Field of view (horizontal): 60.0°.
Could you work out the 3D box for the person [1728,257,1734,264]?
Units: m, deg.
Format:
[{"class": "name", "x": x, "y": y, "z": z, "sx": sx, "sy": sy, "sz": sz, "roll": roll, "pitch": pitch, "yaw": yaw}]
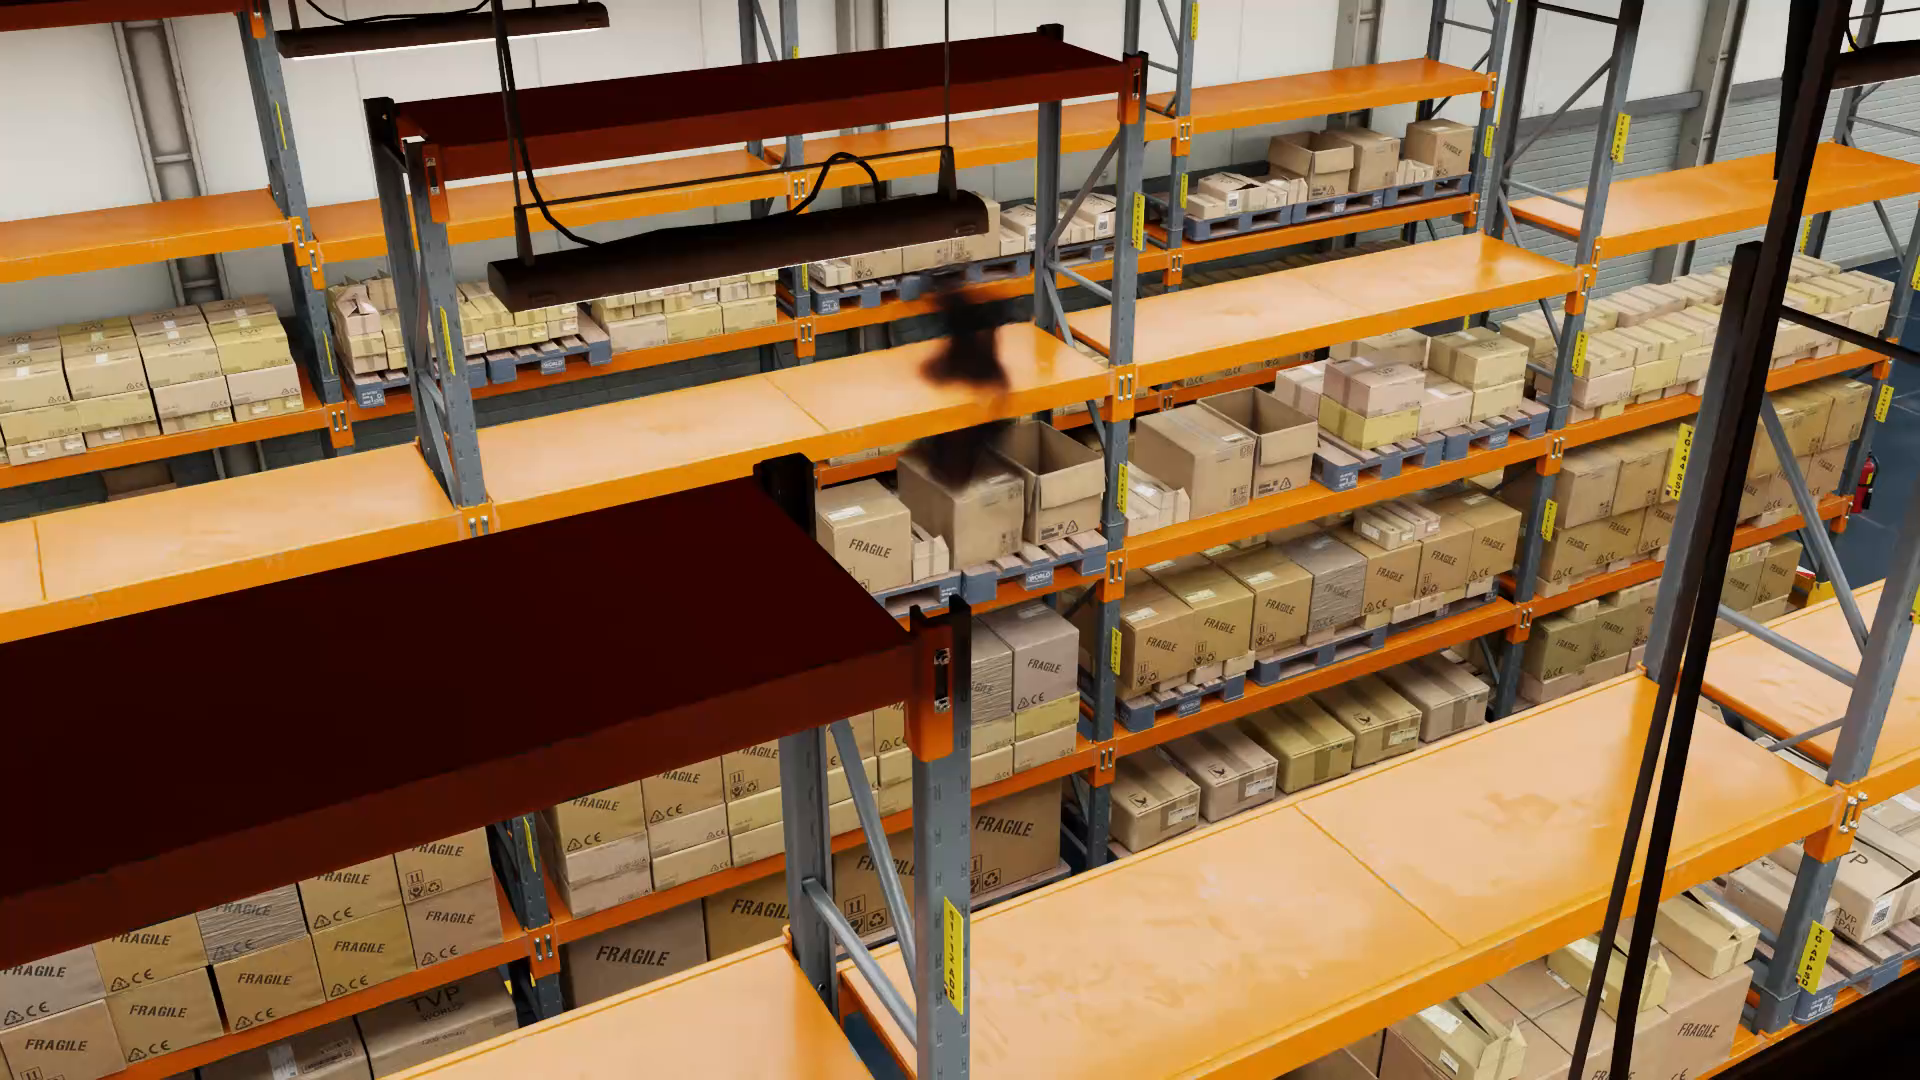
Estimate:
[{"class": "person", "x": 9.268, "y": -2.675, "z": 20.325, "sx": 0.640, "sy": 1.568, "sz": 0.551, "roll": -7, "pitch": 29, "yaw": -12}]
